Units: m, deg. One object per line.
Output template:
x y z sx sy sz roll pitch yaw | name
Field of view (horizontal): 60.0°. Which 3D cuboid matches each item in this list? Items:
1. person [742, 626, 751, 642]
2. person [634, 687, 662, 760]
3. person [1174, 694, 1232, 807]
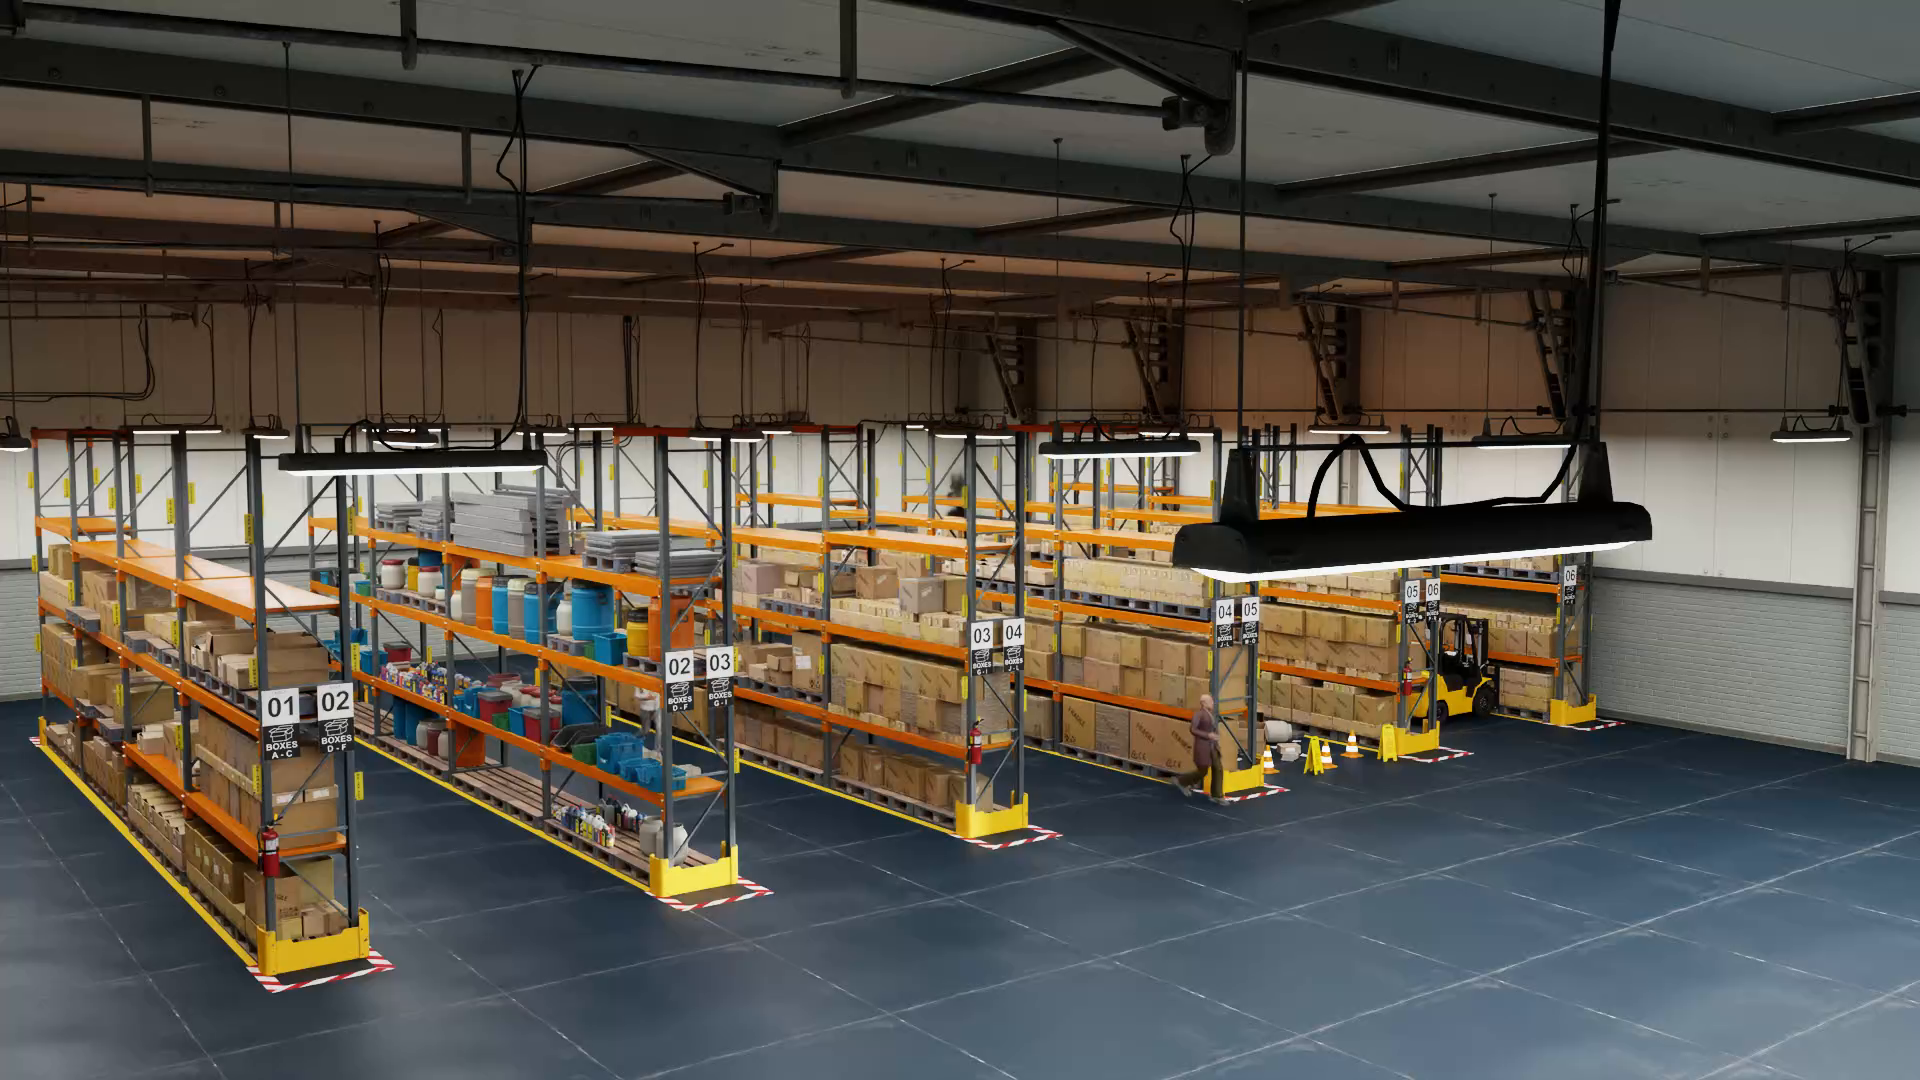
-5.300 2.237 41.644 0.550 1.653 0.571 -4 6 -45 | person
-5.619 3.071 30.245 0.667 1.792 0.969 -2 5 -29 | person
3.903 3.359 26.726 0.967 1.786 0.749 3 6 36 | person
